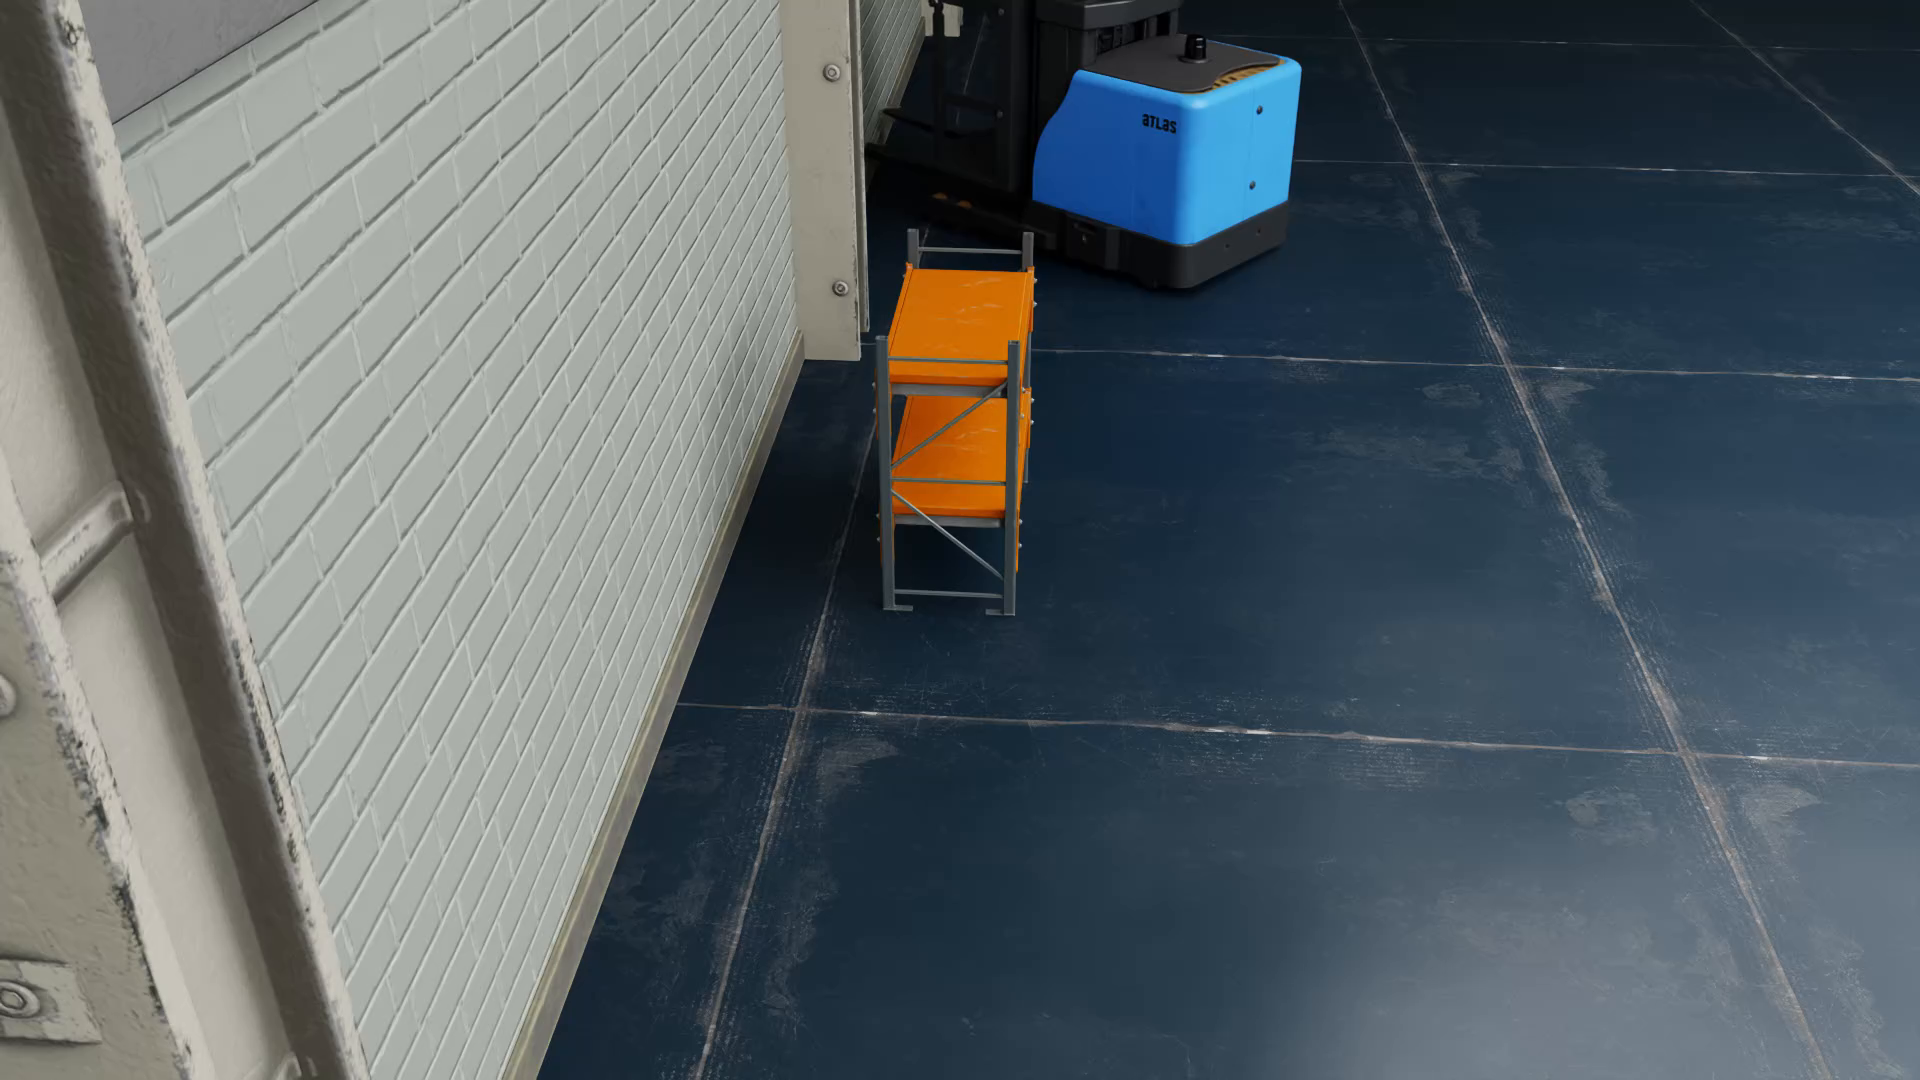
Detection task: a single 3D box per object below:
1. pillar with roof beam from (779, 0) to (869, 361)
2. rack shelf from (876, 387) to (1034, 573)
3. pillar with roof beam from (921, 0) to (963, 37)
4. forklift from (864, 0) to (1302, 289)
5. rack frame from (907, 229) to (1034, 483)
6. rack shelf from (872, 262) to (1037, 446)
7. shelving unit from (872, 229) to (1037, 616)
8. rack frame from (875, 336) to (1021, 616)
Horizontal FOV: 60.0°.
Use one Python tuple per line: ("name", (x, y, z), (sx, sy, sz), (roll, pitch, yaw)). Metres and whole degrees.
("pillar with roof beam", (3.658, -4.638, 5.699), (9.100, 9.000, 0.400), (2, 32, 4))
("rack shelf", (-0.001, -0.267, 6.577), (0.538, 0.278, 1.000), (2, 32, 4))
("pillar with roof beam", (4.146, -7.776, 10.790), (9.100, 9.000, 0.400), (2, 32, 4))
("forklift", (0.412, -3.227, 9.192), (3.031, 2.935, 1.130), (26, 40, 35))
("rack frame", (0.041, -0.741, 6.880), (0.500, 1.125, 0.032), (2, 32, 4))
("rack shelf", (-0.001, -0.725, 6.296), (0.538, 0.278, 1.000), (2, 32, 4))
("shelving unit", (-0.001, -0.475, 6.449), (0.538, 1.125, 1.048), (2, 32, 4))
("rack frame", (-0.042, -0.210, 6.018), (0.500, 1.125, 0.032), (2, 32, 4))
